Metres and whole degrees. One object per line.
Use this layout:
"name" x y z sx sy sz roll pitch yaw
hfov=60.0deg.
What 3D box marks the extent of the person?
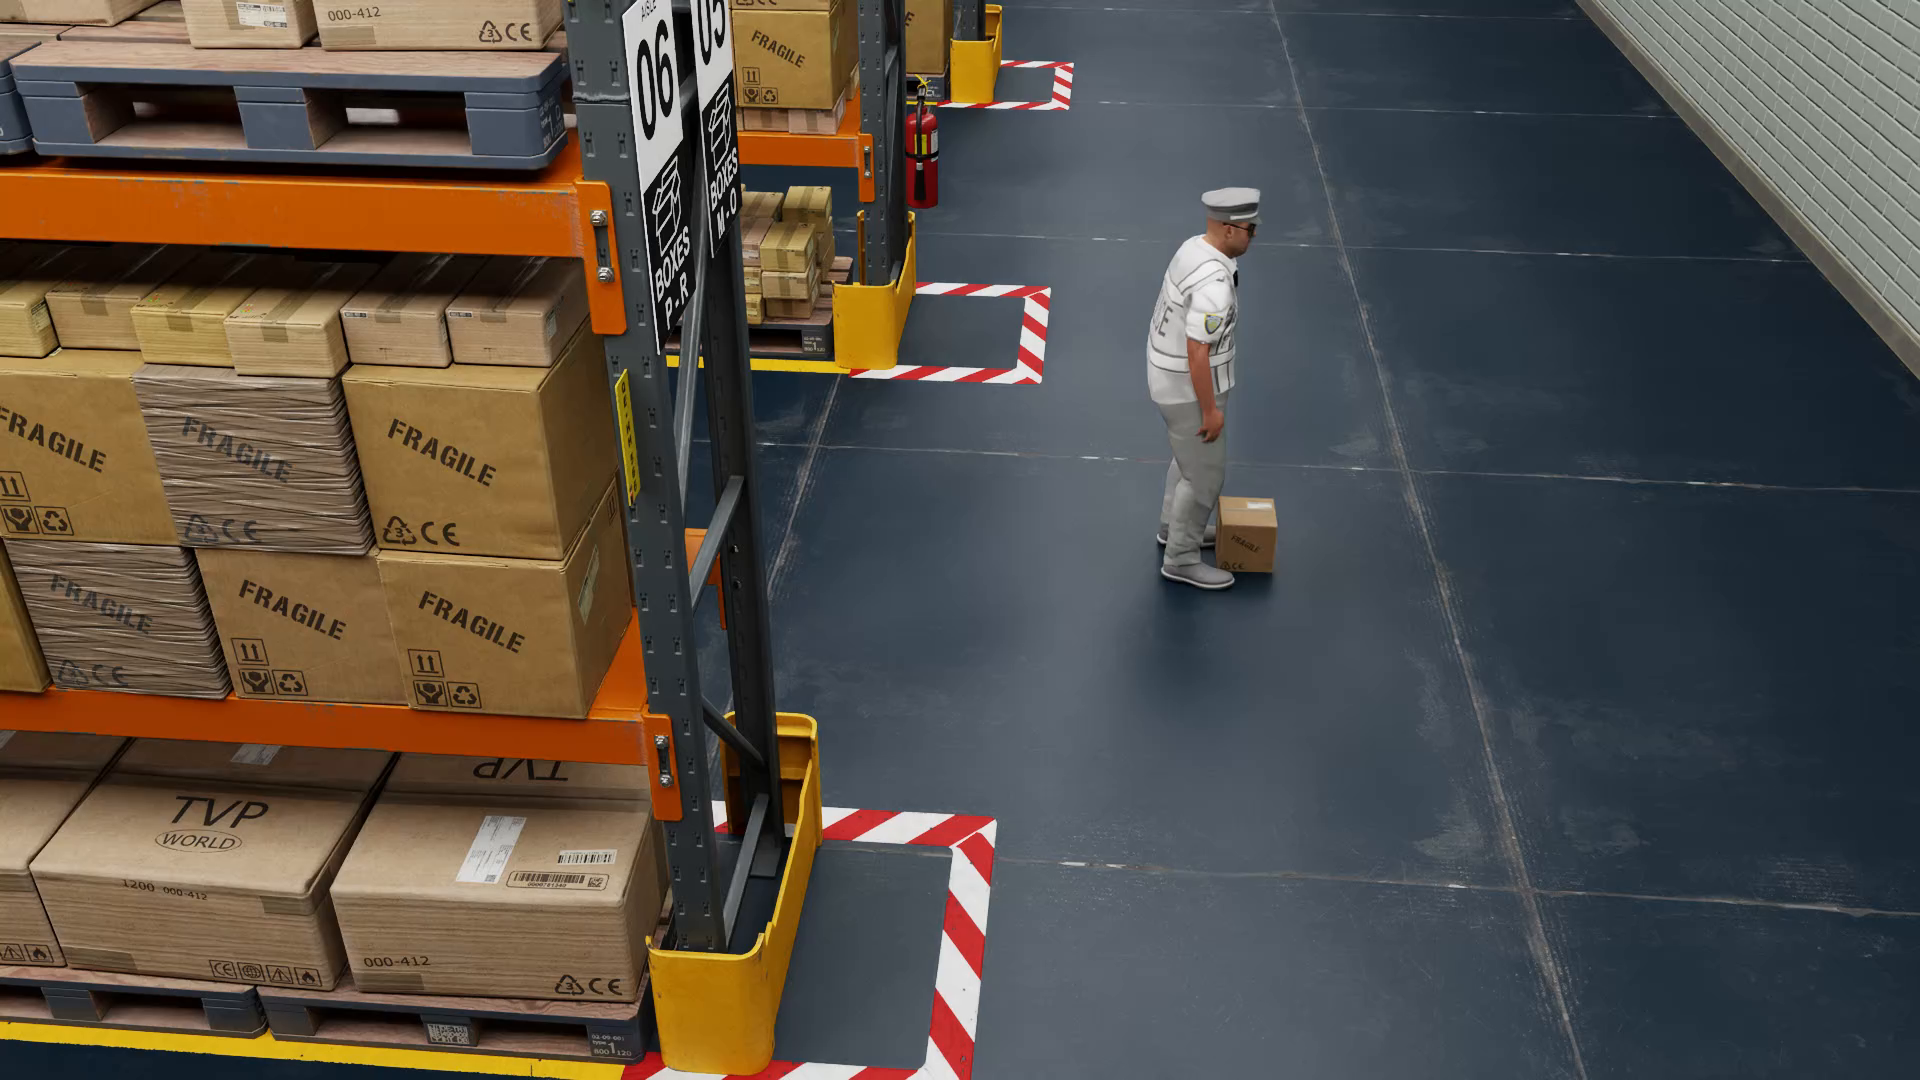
"person" 1.025 -0.670 7.212 0.436 1.746 0.589 1 32 2
